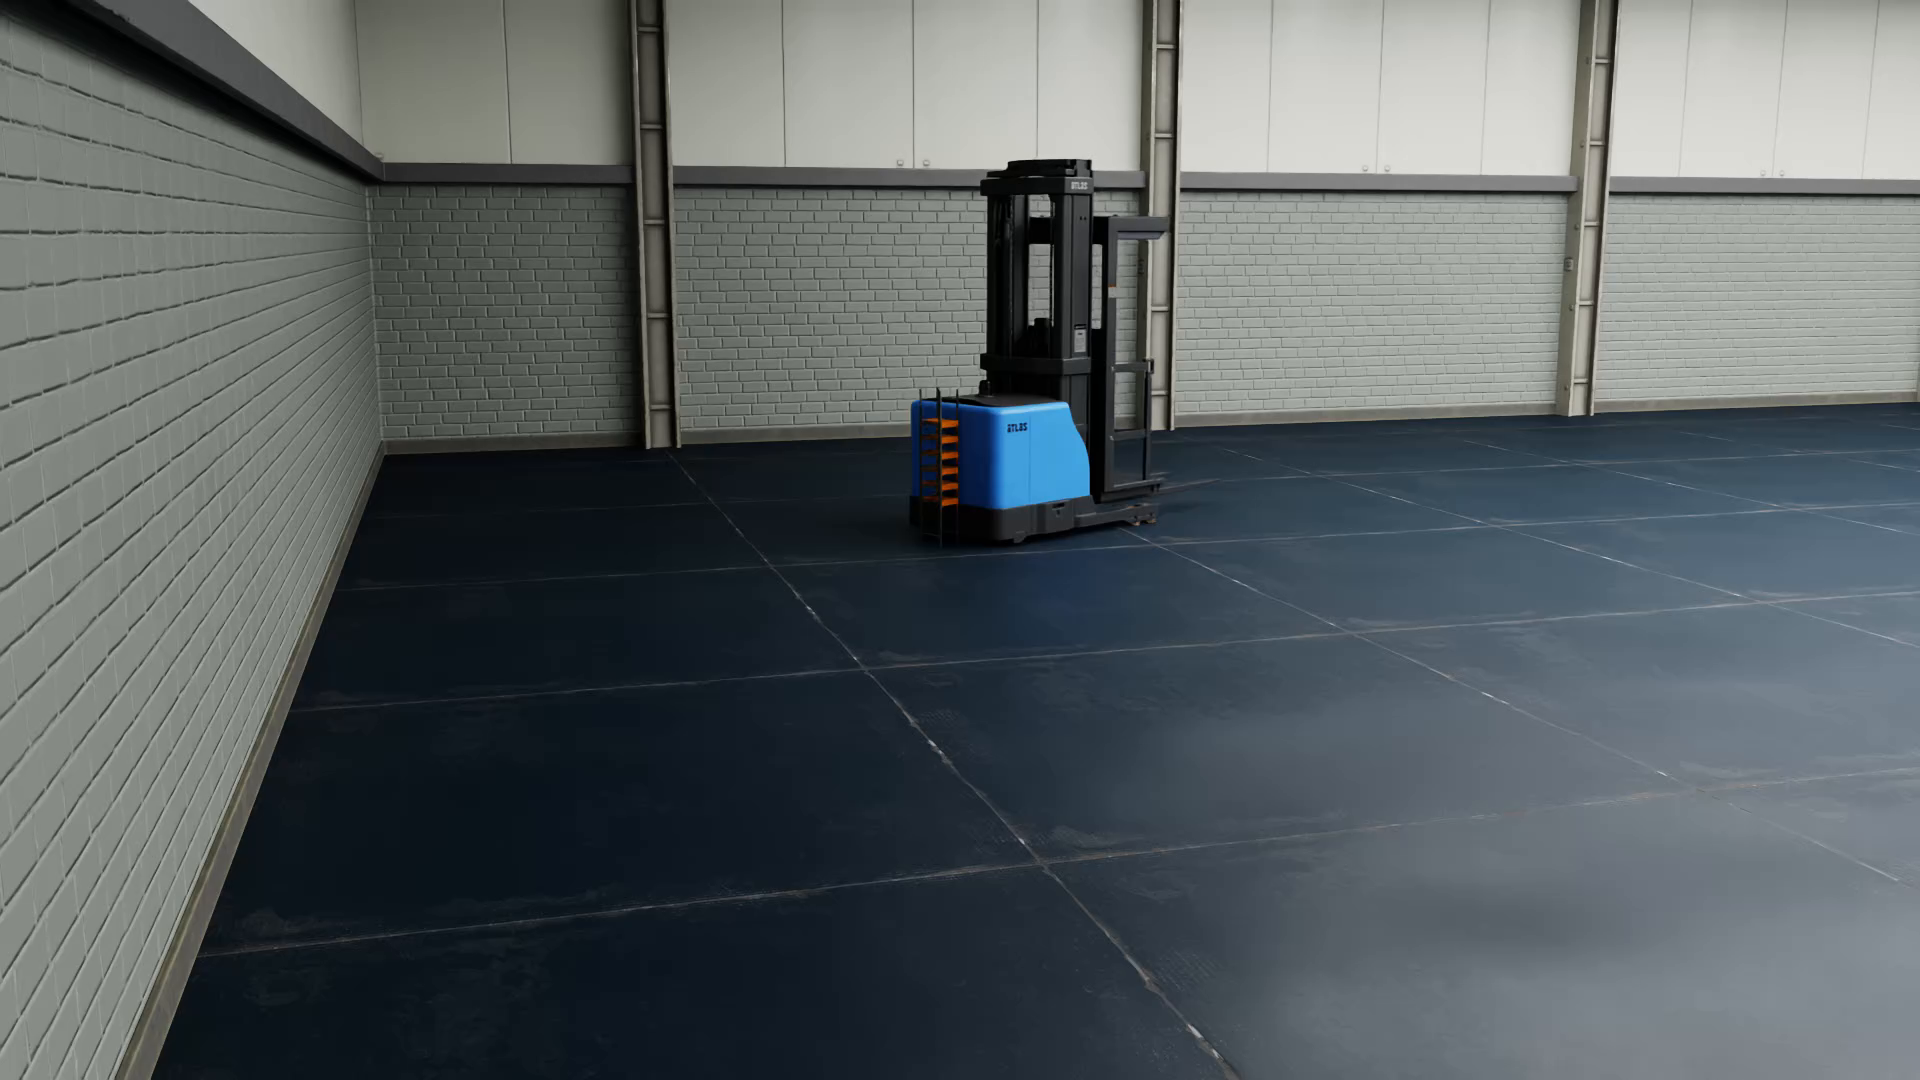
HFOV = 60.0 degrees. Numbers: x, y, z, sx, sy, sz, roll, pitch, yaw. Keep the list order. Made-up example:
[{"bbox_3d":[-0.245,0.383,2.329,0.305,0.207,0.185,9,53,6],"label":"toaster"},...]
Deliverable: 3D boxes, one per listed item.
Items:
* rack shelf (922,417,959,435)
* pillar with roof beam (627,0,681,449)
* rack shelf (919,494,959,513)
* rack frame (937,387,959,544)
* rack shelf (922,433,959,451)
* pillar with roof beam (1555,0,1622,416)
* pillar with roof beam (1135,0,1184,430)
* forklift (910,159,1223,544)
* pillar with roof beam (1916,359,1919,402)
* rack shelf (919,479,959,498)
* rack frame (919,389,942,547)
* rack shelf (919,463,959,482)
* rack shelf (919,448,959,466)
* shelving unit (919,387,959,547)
[{"bbox_3d":[-0.161,-0.874,12.736,0.180,0.103,0.258,-10,14,-43],"label":"rack shelf"},{"bbox_3d":[-2.166,-4.735,13.910,0.400,9.000,9.100,-3,11,-16],"label":"pillar with roof beam"},{"bbox_3d":[-0.161,-0.284,12.845,0.180,0.103,0.258,-10,14,-43],"label":"rack shelf"},{"bbox_3d":[-0.094,-0.575,12.856,0.006,1.200,0.240,-10,14,-43],"label":"rack frame"},{"bbox_3d":[-0.161,-0.756,12.758,0.180,0.103,0.258,-10,14,-43],"label":"rack shelf"},{"bbox_3d":[9.356,-5.342,17.209,0.400,9.000,9.100,-3,11,-16],"label":"pillar with roof beam"},{"bbox_3d":[3.595,-5.038,15.560,0.400,9.000,9.100,-3,11,-16],"label":"pillar with roof beam"},{"bbox_3d":[1.010,-1.616,13.731,3.031,2.935,1.130,-10,14,-43],"label":"forklift"},{"bbox_3d":[15.117,-5.646,18.858,0.400,9.000,9.100,-3,11,-16],"label":"pillar with roof beam"},{"bbox_3d":[-0.161,-0.402,12.823,0.180,0.103,0.258,-10,14,-43],"label":"rack shelf"},{"bbox_3d":[-0.227,-0.552,12.731,0.006,1.200,0.240,-10,14,-43],"label":"rack frame"},{"bbox_3d":[-0.161,-0.520,12.801,0.180,0.103,0.258,-10,14,-43],"label":"rack shelf"},{"bbox_3d":[-0.161,-0.638,12.780,0.180,0.103,0.258,-10,14,-43],"label":"rack shelf"},{"bbox_3d":[-0.161,-0.564,12.793,0.189,1.200,0.258,-10,14,-43],"label":"shelving unit"}]
